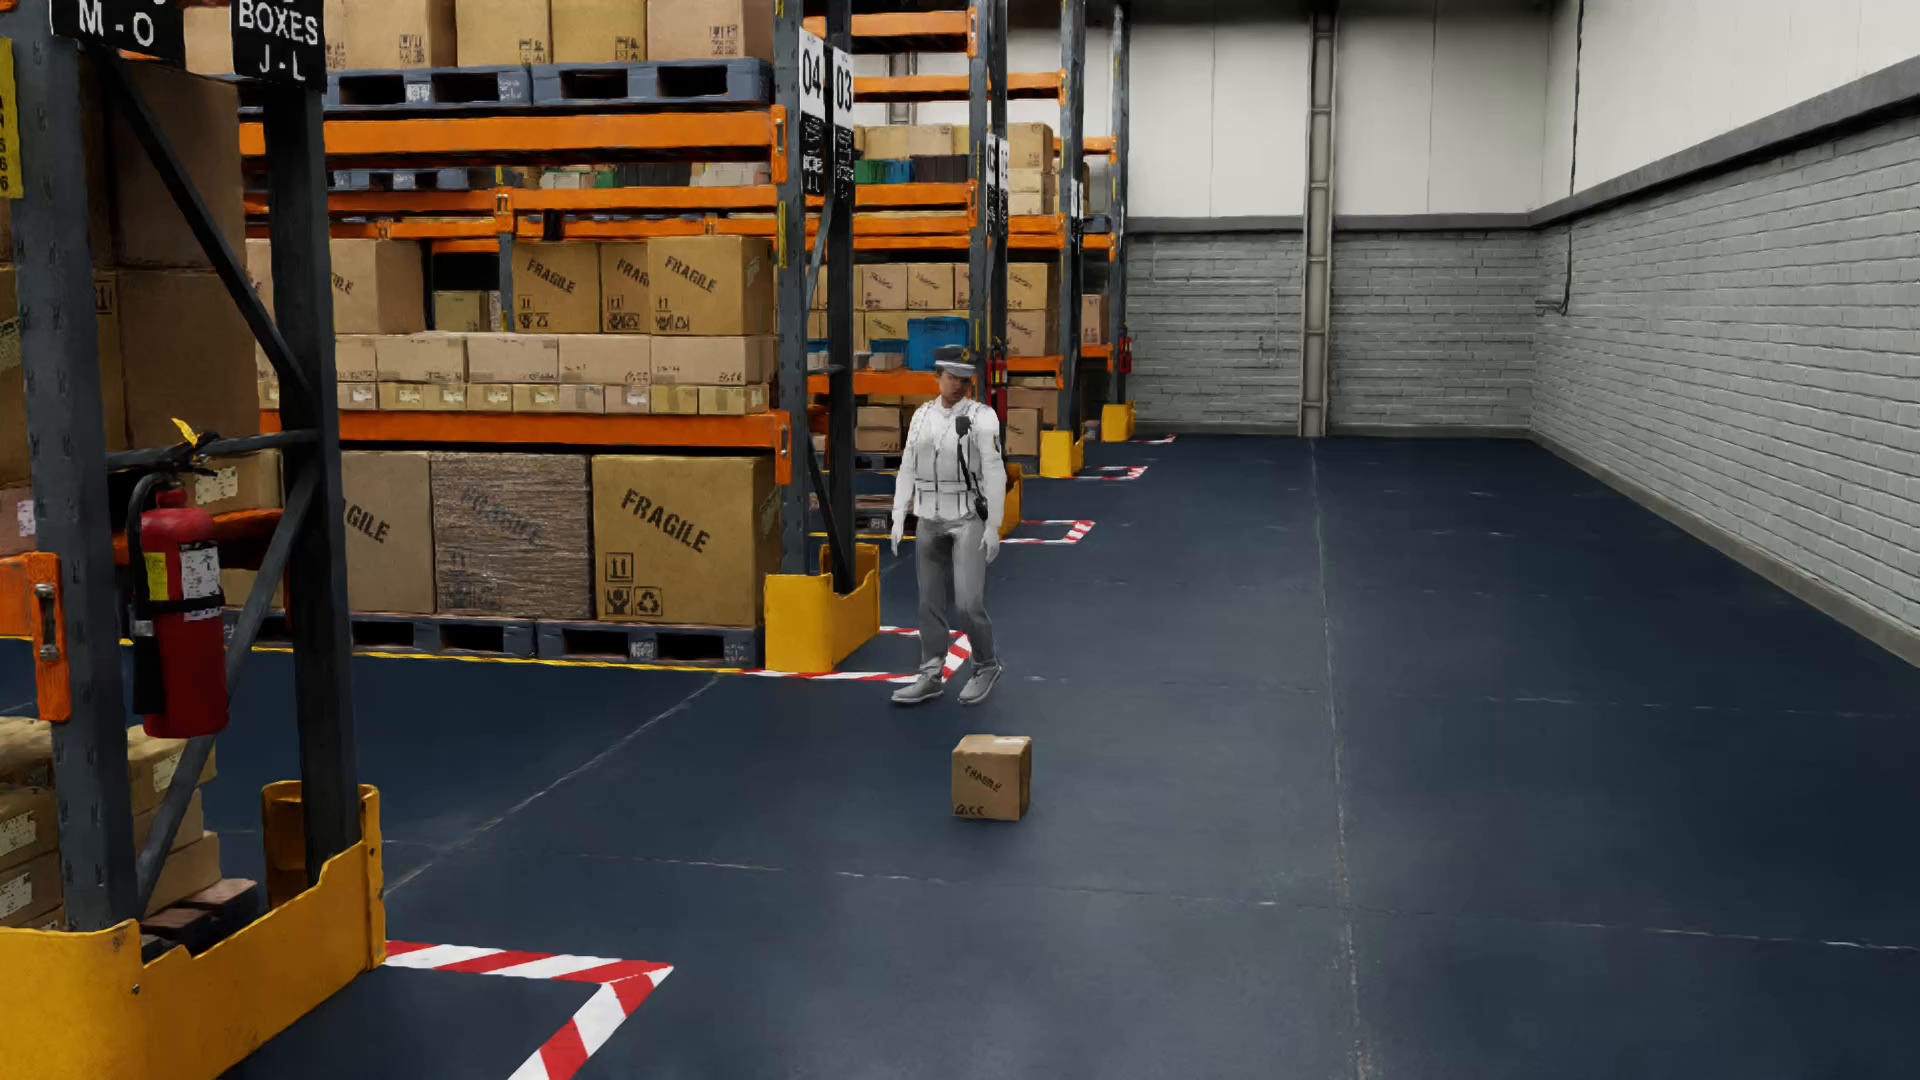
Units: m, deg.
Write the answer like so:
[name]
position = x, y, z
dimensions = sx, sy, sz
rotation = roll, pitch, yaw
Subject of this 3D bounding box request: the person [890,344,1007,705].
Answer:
[person]
position = -0.043, -0.066, 7.661
dimensions = 0.535, 1.663, 0.367
rotation = 5, 9, 31
